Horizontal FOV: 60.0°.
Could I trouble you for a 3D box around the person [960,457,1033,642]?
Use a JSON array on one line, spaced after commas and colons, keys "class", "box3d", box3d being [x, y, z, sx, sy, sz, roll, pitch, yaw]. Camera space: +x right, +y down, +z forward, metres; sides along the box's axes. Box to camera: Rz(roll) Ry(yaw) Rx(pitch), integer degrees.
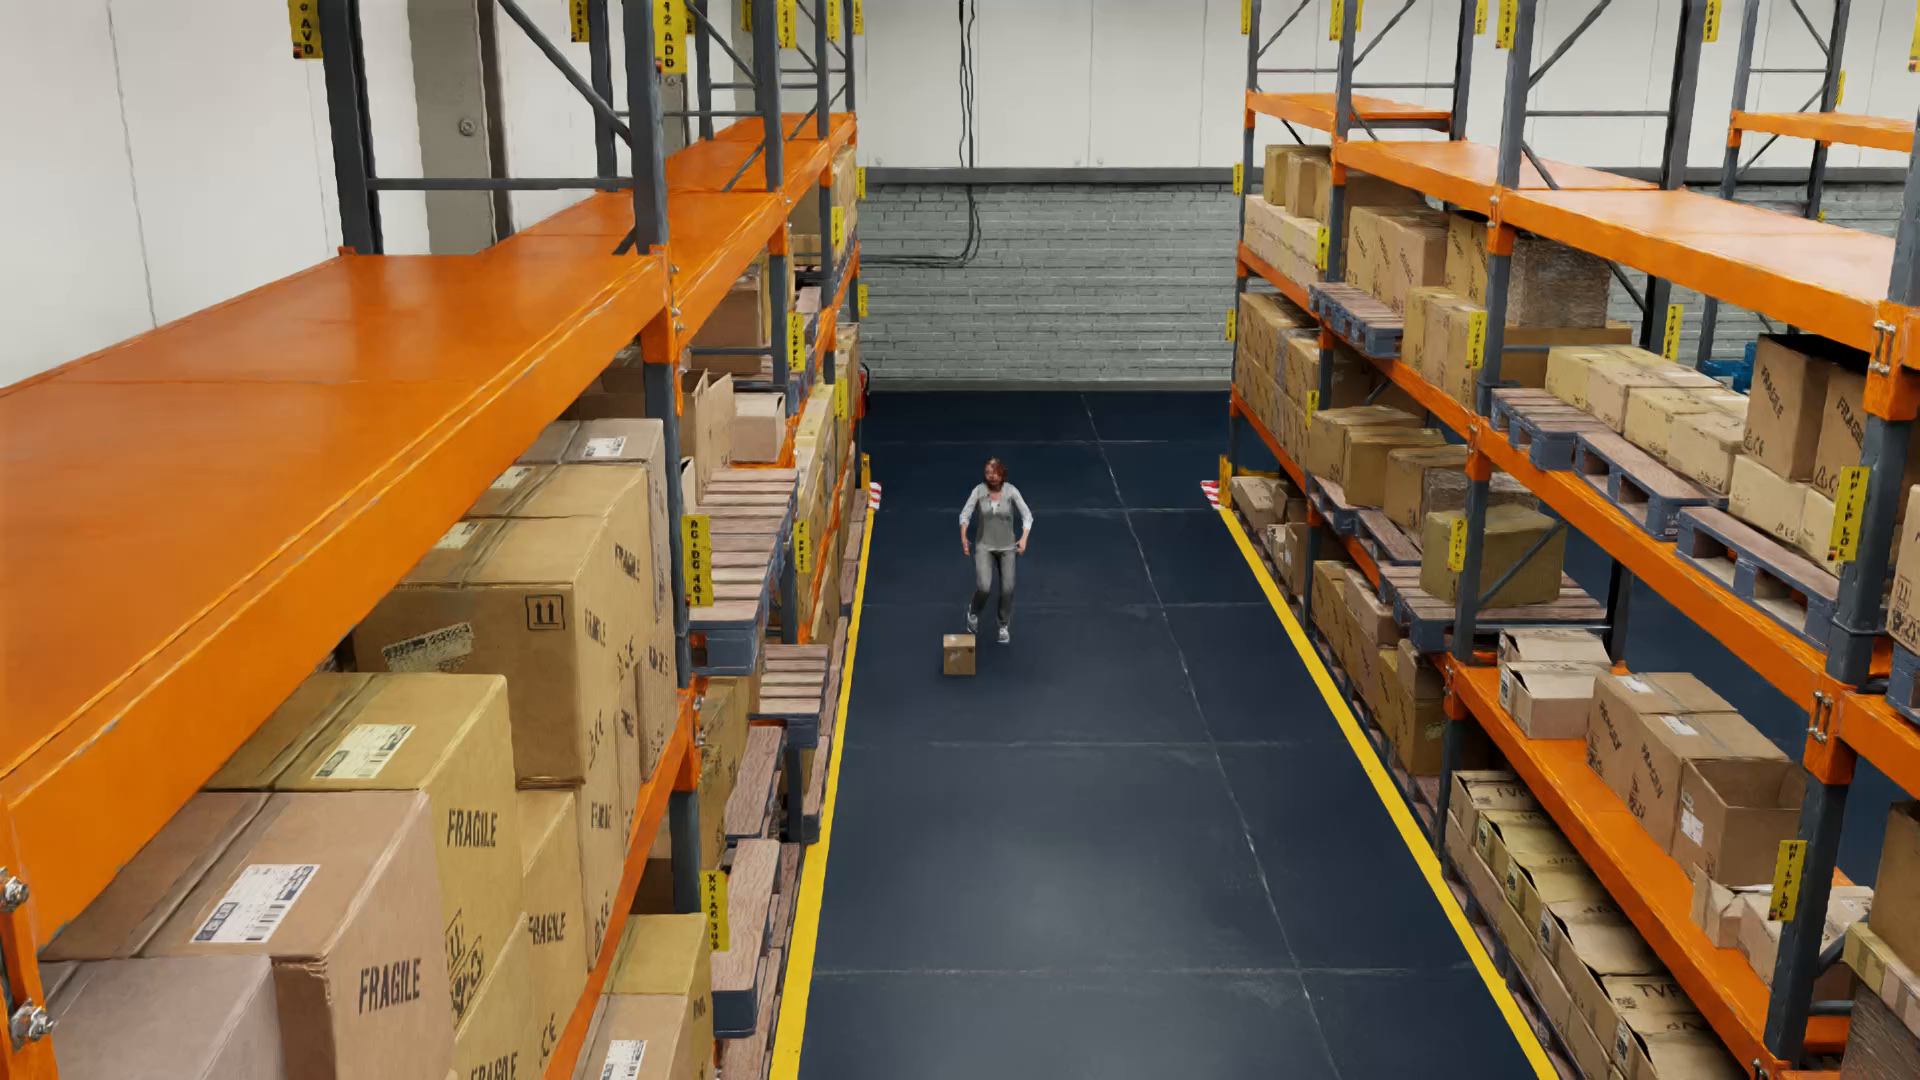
[{"class": "person", "box3d": [0.310, 0.092, 13.807, 0.600, 1.571, 0.434, -1, 17, -4]}]
